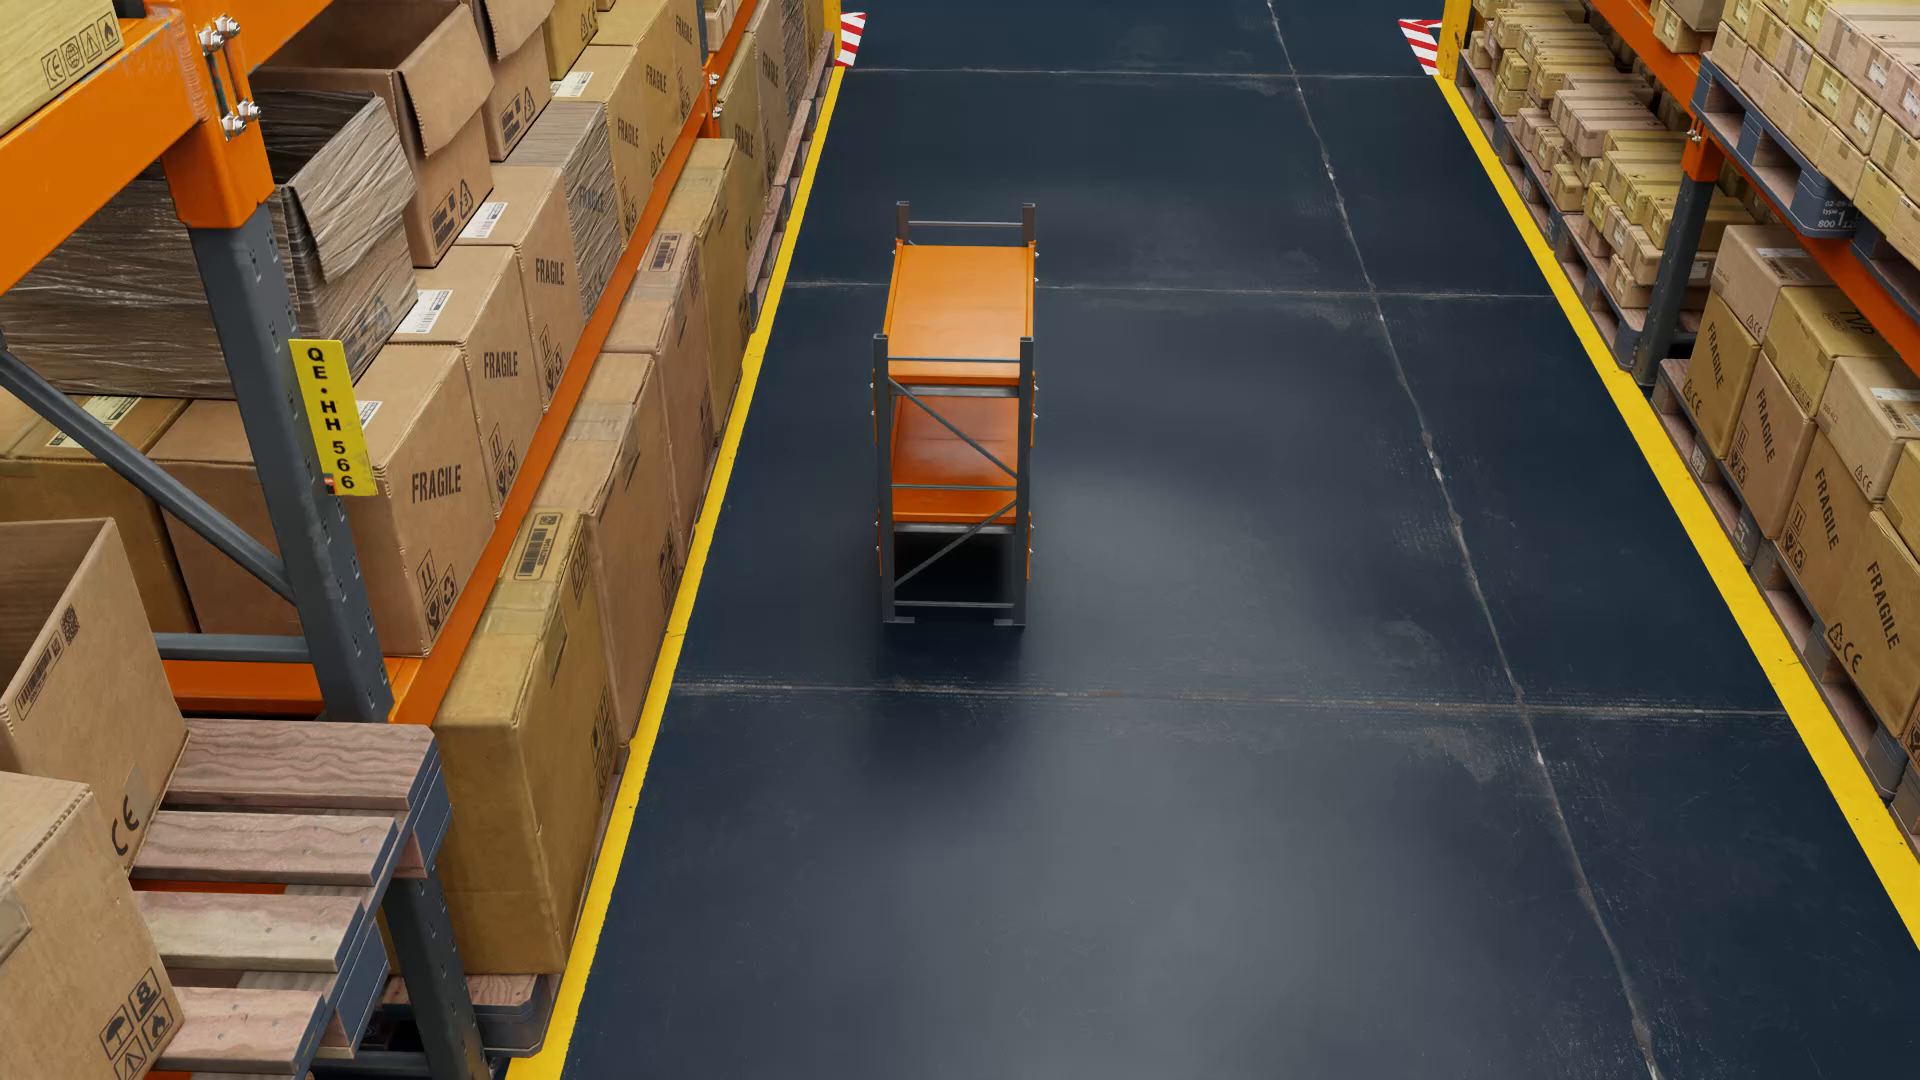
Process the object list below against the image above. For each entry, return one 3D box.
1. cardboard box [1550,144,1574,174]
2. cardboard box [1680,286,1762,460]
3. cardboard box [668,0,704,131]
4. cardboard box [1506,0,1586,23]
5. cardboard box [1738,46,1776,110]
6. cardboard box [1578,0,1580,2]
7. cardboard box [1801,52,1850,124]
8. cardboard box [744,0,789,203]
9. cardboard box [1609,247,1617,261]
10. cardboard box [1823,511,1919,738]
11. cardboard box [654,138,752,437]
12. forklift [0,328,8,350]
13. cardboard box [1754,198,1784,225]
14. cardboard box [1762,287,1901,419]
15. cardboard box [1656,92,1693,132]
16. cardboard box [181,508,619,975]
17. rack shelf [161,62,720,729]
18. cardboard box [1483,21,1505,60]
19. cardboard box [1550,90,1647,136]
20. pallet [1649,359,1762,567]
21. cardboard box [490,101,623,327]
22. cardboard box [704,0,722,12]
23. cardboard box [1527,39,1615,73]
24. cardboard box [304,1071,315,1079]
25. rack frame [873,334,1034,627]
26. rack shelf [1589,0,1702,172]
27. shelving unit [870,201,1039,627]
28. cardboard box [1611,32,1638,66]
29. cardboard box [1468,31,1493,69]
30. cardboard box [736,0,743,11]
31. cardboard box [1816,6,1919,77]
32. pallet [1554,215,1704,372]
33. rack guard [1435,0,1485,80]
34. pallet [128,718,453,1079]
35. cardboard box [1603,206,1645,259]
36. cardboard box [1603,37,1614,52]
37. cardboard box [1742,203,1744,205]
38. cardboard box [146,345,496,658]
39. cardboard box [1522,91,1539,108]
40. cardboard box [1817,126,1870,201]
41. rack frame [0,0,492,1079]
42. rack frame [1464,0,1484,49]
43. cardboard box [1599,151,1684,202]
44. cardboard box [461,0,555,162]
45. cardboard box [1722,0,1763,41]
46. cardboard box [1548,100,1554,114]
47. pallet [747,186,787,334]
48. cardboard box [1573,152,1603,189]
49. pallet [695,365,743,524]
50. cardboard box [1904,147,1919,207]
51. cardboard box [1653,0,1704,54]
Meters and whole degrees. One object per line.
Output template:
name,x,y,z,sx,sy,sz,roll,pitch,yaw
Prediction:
cardboard box,3.228,-1.890,8.445,0.380,0.149,0.250,2,35,3
cardboard box,3.139,-0.639,6.360,0.500,0.500,0.500,3,35,4
cardboard box,-1.264,-1.847,6.183,0.500,0.500,0.500,1,35,2
cardboard box,3.343,-3.001,9.509,0.380,0.149,0.250,2,35,3
cardboard box,2.953,-1.603,5.775,0.380,0.149,0.250,2,35,3
cardboard box,3.826,-3.146,9.714,0.380,0.149,0.250,2,35,2
cardboard box,2.930,-1.437,5.281,0.380,0.149,0.250,0,35,0
cardboard box,-1.376,-2.278,8.366,0.875,0.875,0.875,1,35,2
cardboard box,3.203,-1.295,7.598,0.380,0.149,0.250,2,35,3
cardboard box,3.068,0.254,5.089,0.500,0.500,0.500,0,35,0
cardboard box,-1.524,-1.016,6.569,1.225,0.875,0.875,1,35,2
forklift,-3.567,-0.943,5.043,1.130,2.935,3.031,3,35,4
cardboard box,3.654,-1.351,7.160,0.380,0.149,0.250,3,35,4
cardboard box,3.121,-0.640,5.709,0.500,0.250,0.500,2,35,3
cardboard box,3.694,-2.107,8.236,0.380,0.149,0.250,0,35,0
cardboard box,-1.630,0.518,4.386,1.225,0.875,0.875,0,35,0
rack shelf,-1.599,-0.638,5.175,1.077,0.370,4.000,1,35,2
cardboard box,3.249,-2.883,9.599,0.380,0.149,0.250,1,35,2
cardboard box,3.167,-2.119,8.253,0.380,0.149,0.250,0,35,0
pallet,3.404,-0.320,6.522,1.003,0.211,1.213,1,35,2
cardboard box,-1.330,-0.975,4.942,0.500,0.500,0.500,1,35,2
cardboard box,-1.238,-2.406,6.936,0.500,0.250,0.500,1,35,1
cardboard box,3.257,-2.556,8.875,0.380,0.149,0.250,3,35,4
cardboard box,-1.686,1.445,3.377,0.700,0.500,0.500,0,35,-1
rack frame,-0.020,-0.172,5.517,0.500,1.125,0.032,1,35,2
rack shelf,3.514,-2.763,8.199,1.077,0.370,4.000,1,35,2
shelving unit,0.000,-0.464,5.932,0.538,1.125,1.048,1,35,2
cardboard box,3.802,-2.704,9.085,0.380,0.149,0.250,0,35,0
cardboard box,3.253,-2.919,9.908,0.380,0.149,0.250,2,35,3
cardboard box,-1.154,-2.443,7.336,0.380,0.149,0.250,2,35,3
cardboard box,2.928,-1.554,5.189,0.380,0.149,0.250,1,35,1
pallet,3.425,-1.154,7.709,1.003,0.211,1.213,1,35,2
rack guard,3.591,-3.140,10.284,1.175,0.500,0.348,1,35,2
pallet,-1.601,0.707,2.802,1.213,0.211,1.003,1,35,2
cardboard box,3.127,-1.380,7.460,0.380,0.149,0.250,0,35,0
cardboard box,3.839,-2.726,9.375,0.380,0.149,0.250,0,35,0
cardboard box,3.662,-1.525,7.667,0.380,0.149,0.250,1,35,2
cardboard box,-1.388,-0.097,3.692,0.500,0.500,0.500,2,35,3
cardboard box,3.287,-2.330,9.071,0.380,0.149,0.250,1,35,2
cardboard box,2.918,-1.169,5.157,0.380,0.149,0.250,0,35,0
rack frame,-1.676,0.217,3.333,0.949,2.616,0.053,1,35,2
rack frame,3.594,-4.207,9.627,1.000,3.000,0.127,1,35,2
cardboard box,3.161,-1.659,7.598,0.380,0.149,0.250,1,35,1
cardboard box,-1.584,-1.414,4.694,0.797,0.503,0.637,2,35,3
cardboard box,2.958,-1.884,5.916,0.380,0.149,0.250,2,35,3
cardboard box,3.324,-2.284,8.746,0.380,0.149,0.250,3,35,4
pallet,-1.410,-1.375,8.024,1.003,0.211,1.213,1,35,2
cardboard box,3.219,-1.823,8.091,0.380,0.149,0.250,2,35,3
pallet,-1.474,-0.495,6.771,1.003,0.211,1.213,1,35,2
cardboard box,2.898,-0.985,4.638,0.380,0.149,0.250,1,35,1
cardboard box,3.113,-2.126,6.885,0.380,0.149,0.250,0,35,1
